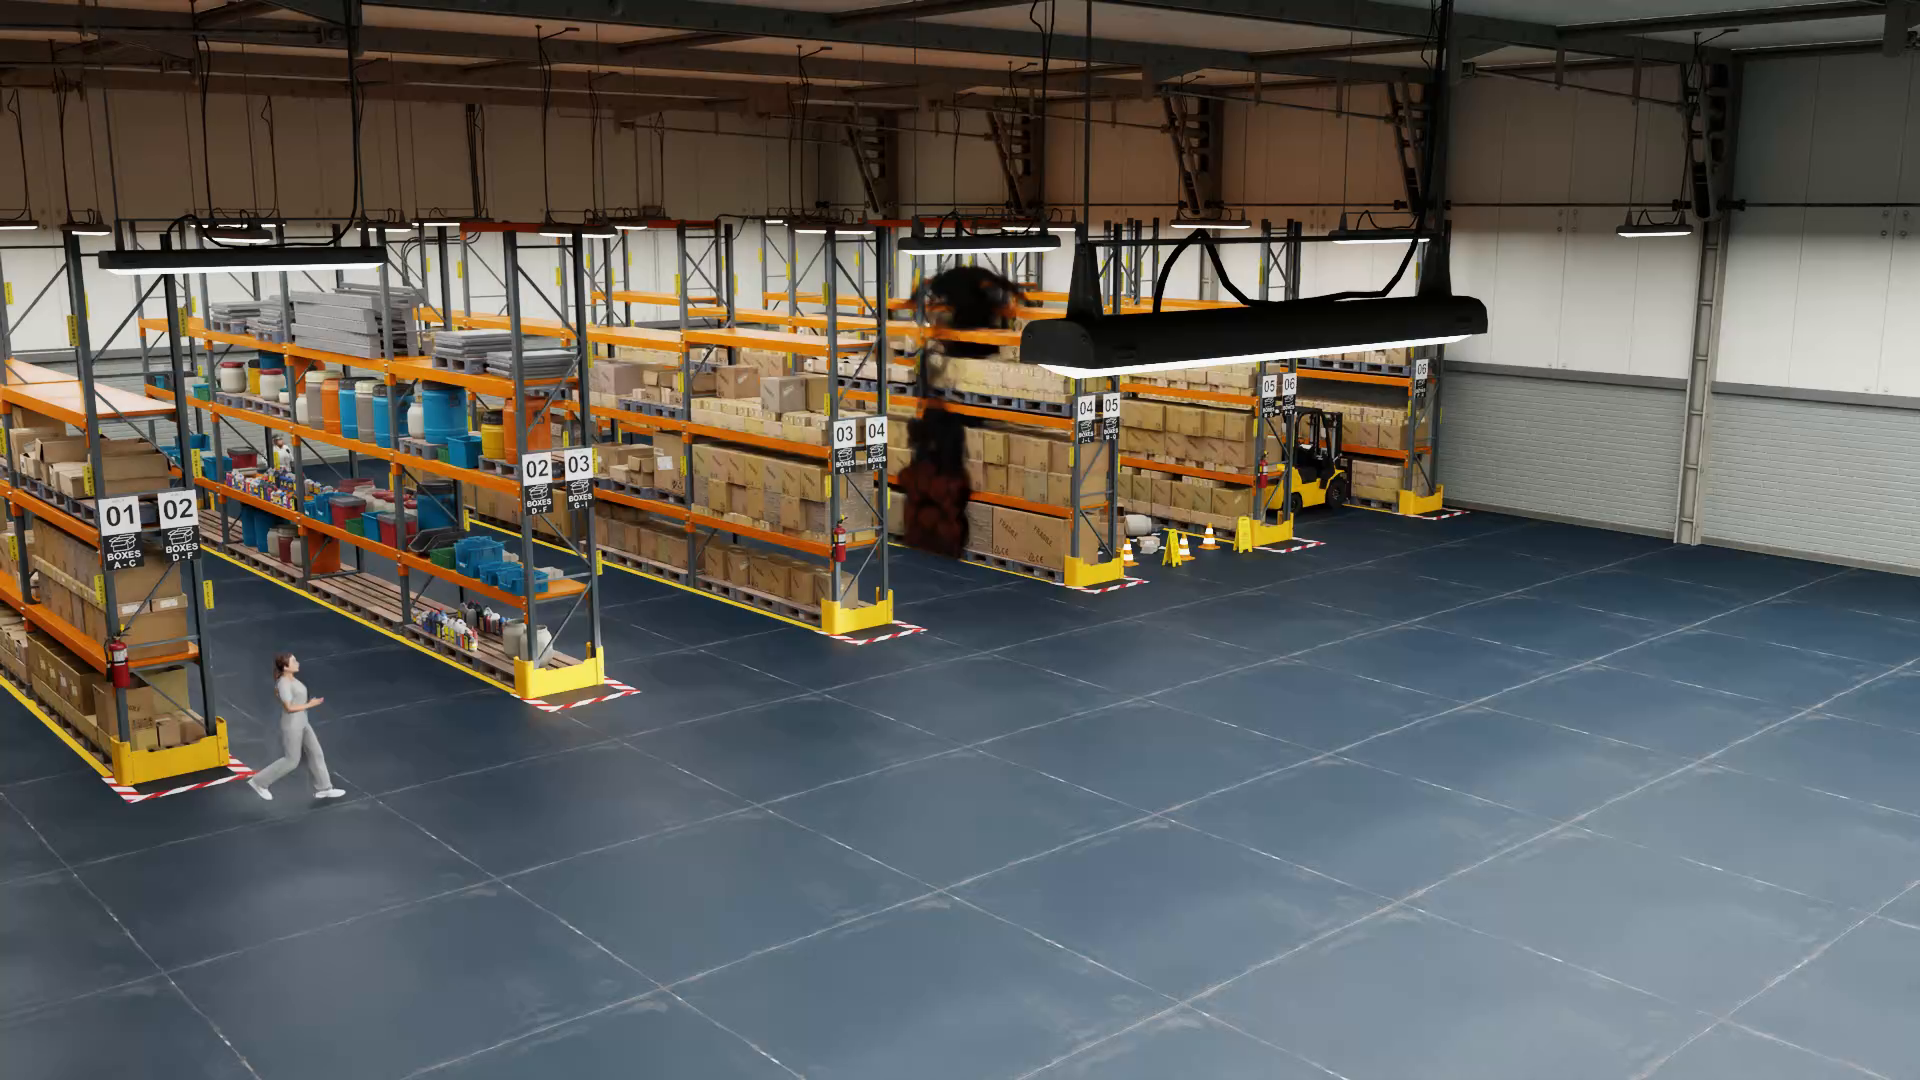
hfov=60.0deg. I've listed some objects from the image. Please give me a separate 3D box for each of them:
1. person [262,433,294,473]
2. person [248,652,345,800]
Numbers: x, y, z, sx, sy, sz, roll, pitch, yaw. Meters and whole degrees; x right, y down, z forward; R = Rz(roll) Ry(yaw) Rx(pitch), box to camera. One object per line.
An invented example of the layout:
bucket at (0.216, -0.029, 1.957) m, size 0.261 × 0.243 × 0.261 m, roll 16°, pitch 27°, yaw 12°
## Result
person at (-14.009, -1.350, 34.326) m, size 0.731 × 1.754 × 0.613 m, roll 7°, pitch 13°, yaw 31°
person at (-7.123, 1.989, 17.750) m, size 0.948 × 1.646 × 0.578 m, roll -2°, pitch 12°, yaw -12°
